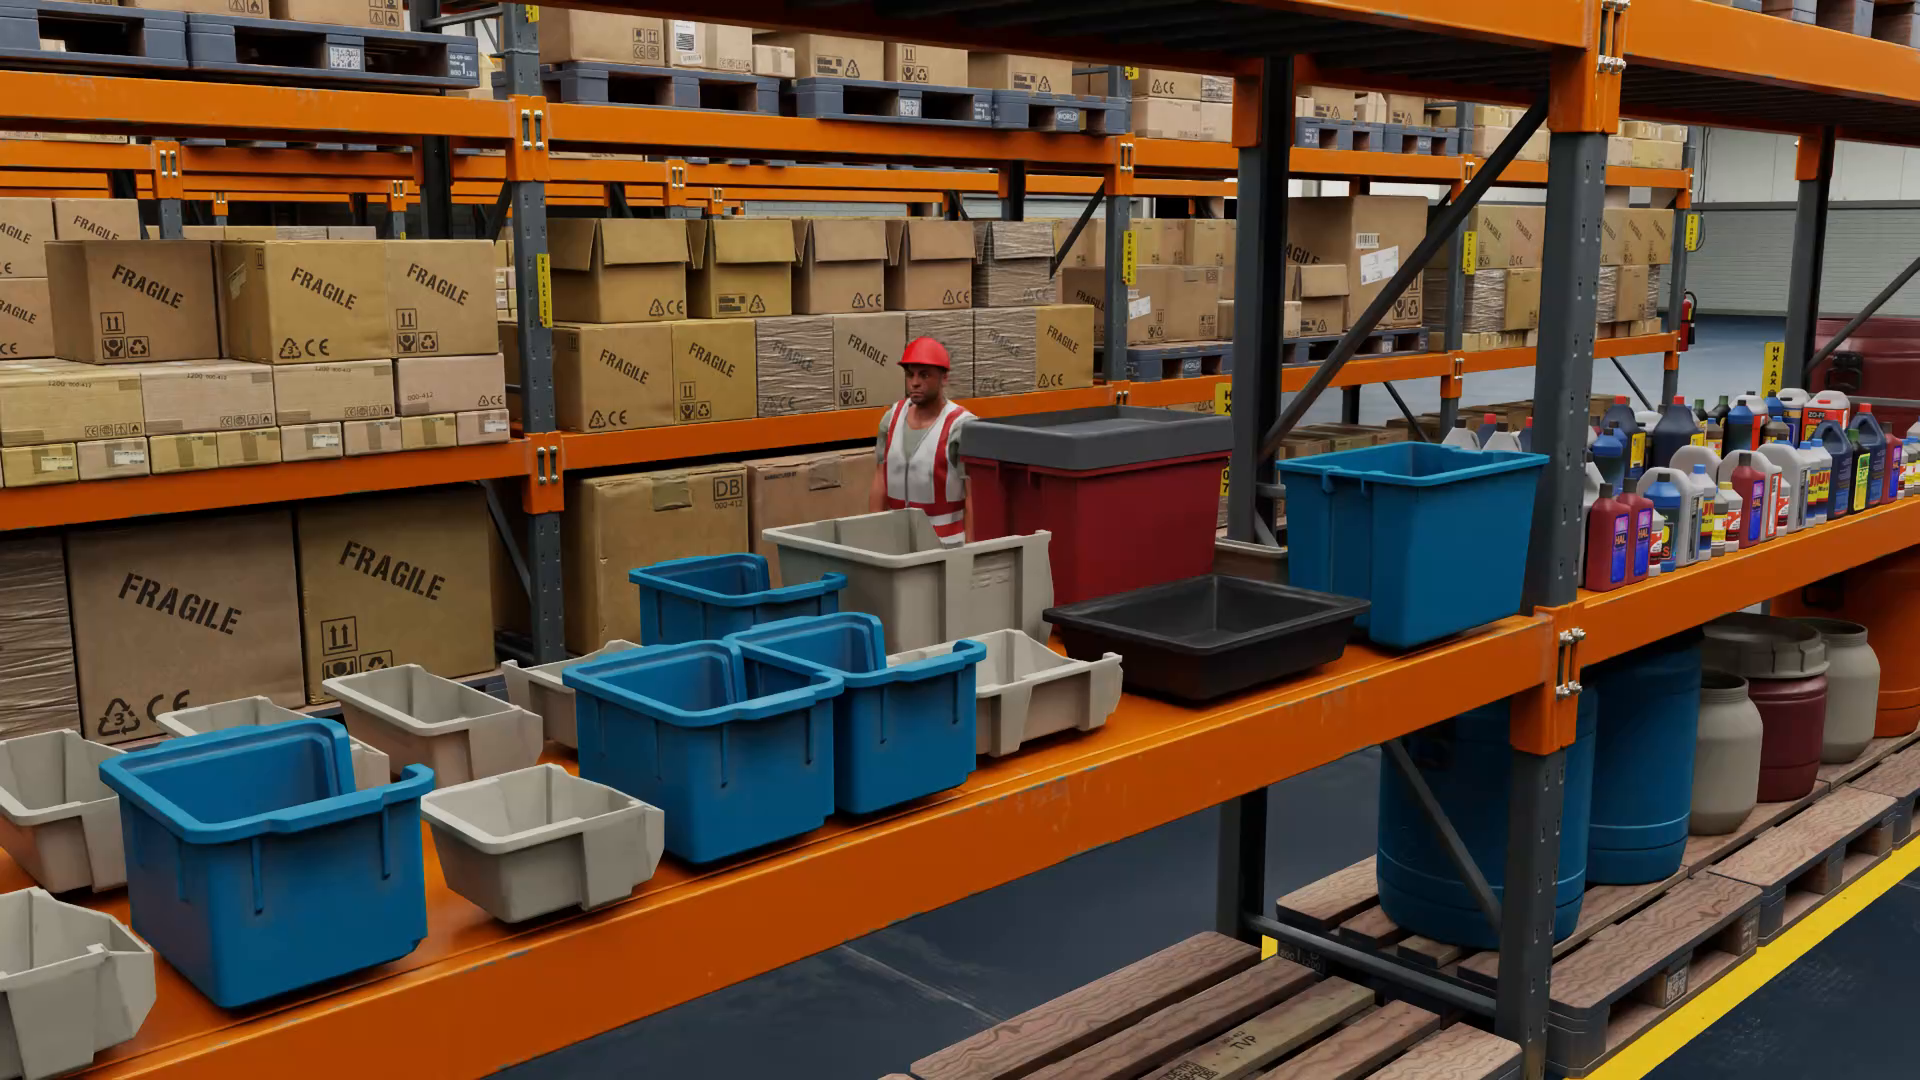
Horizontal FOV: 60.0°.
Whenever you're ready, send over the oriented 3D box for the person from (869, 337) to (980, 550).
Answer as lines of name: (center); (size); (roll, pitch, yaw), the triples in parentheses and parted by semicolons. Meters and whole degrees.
person: (-0.108, 0.006, 7.235); (0.597, 1.784, 0.550); (7, 13, 35)
